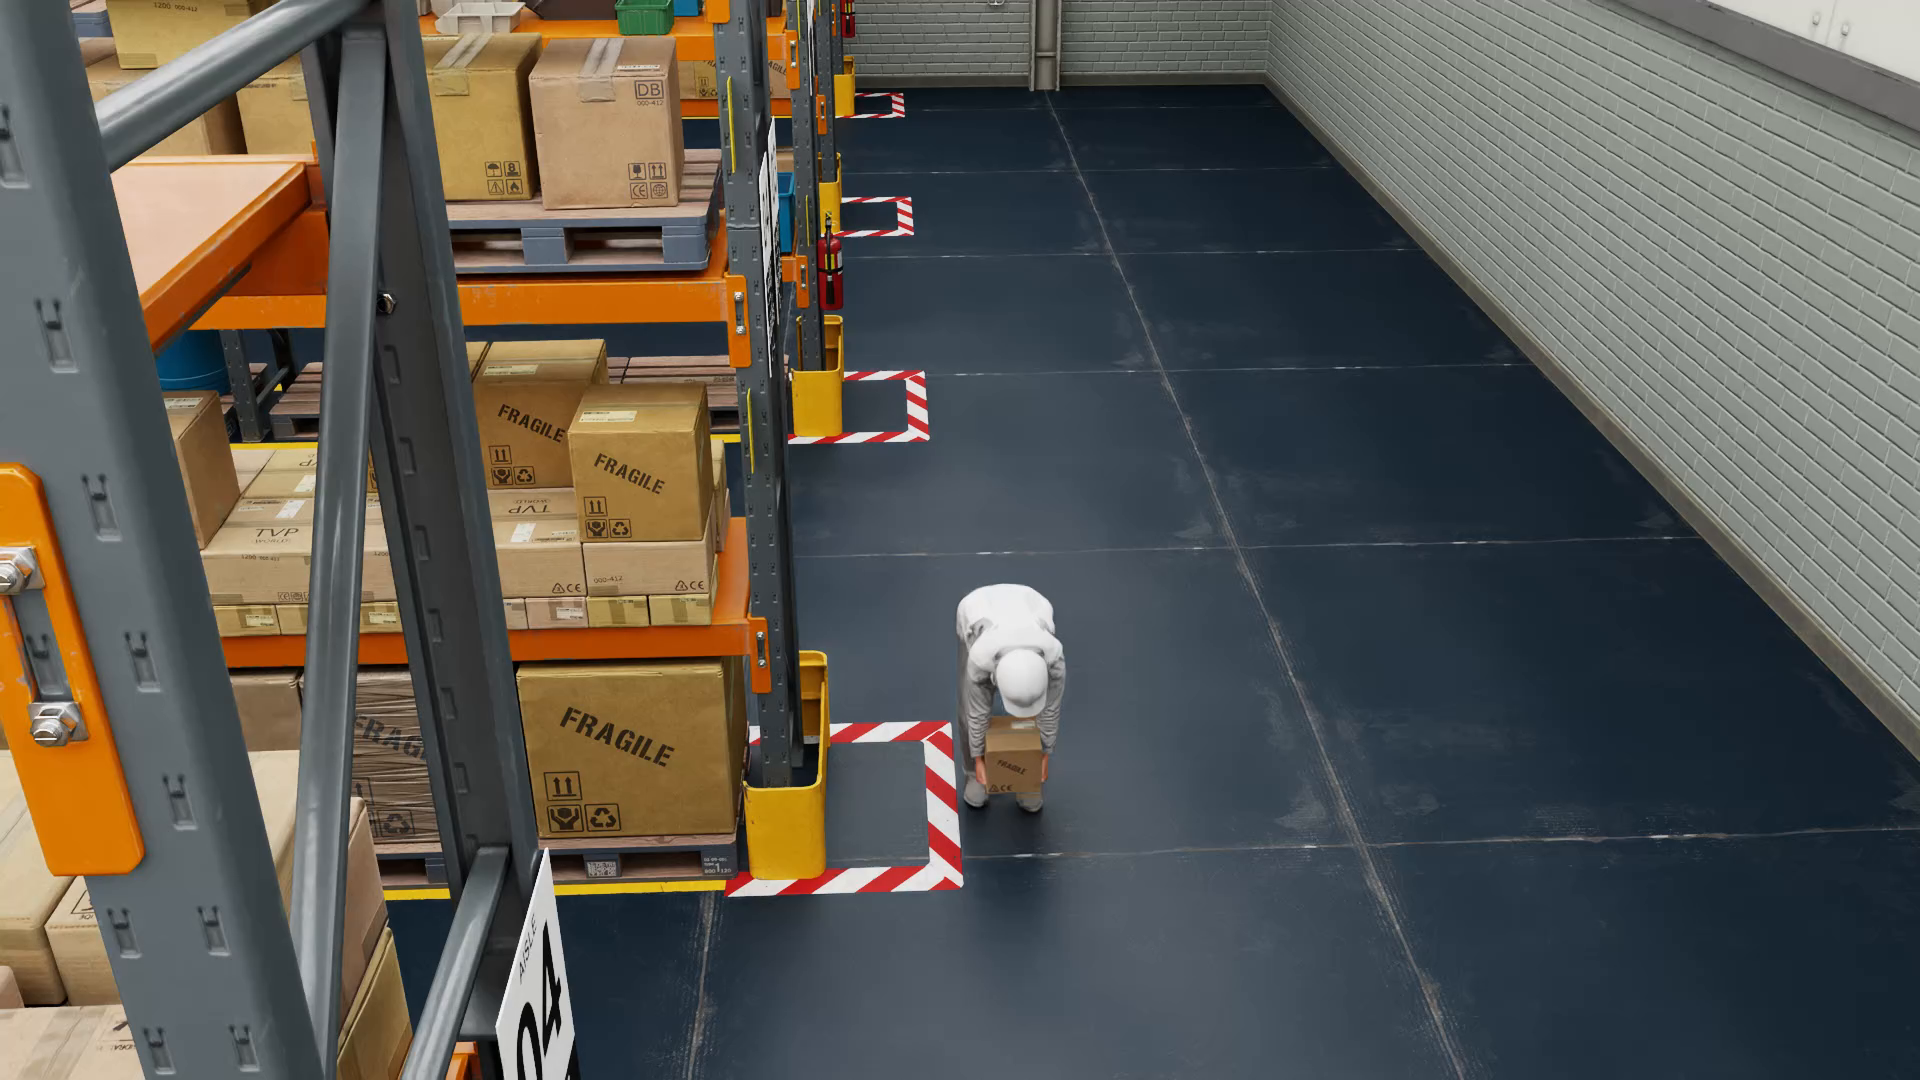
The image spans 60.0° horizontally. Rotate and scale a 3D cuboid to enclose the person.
[{"bbox_3d":[0.235,0.825,7.675,0.463,1.152,1.003,-2,27,-4],"label":"person"}]
